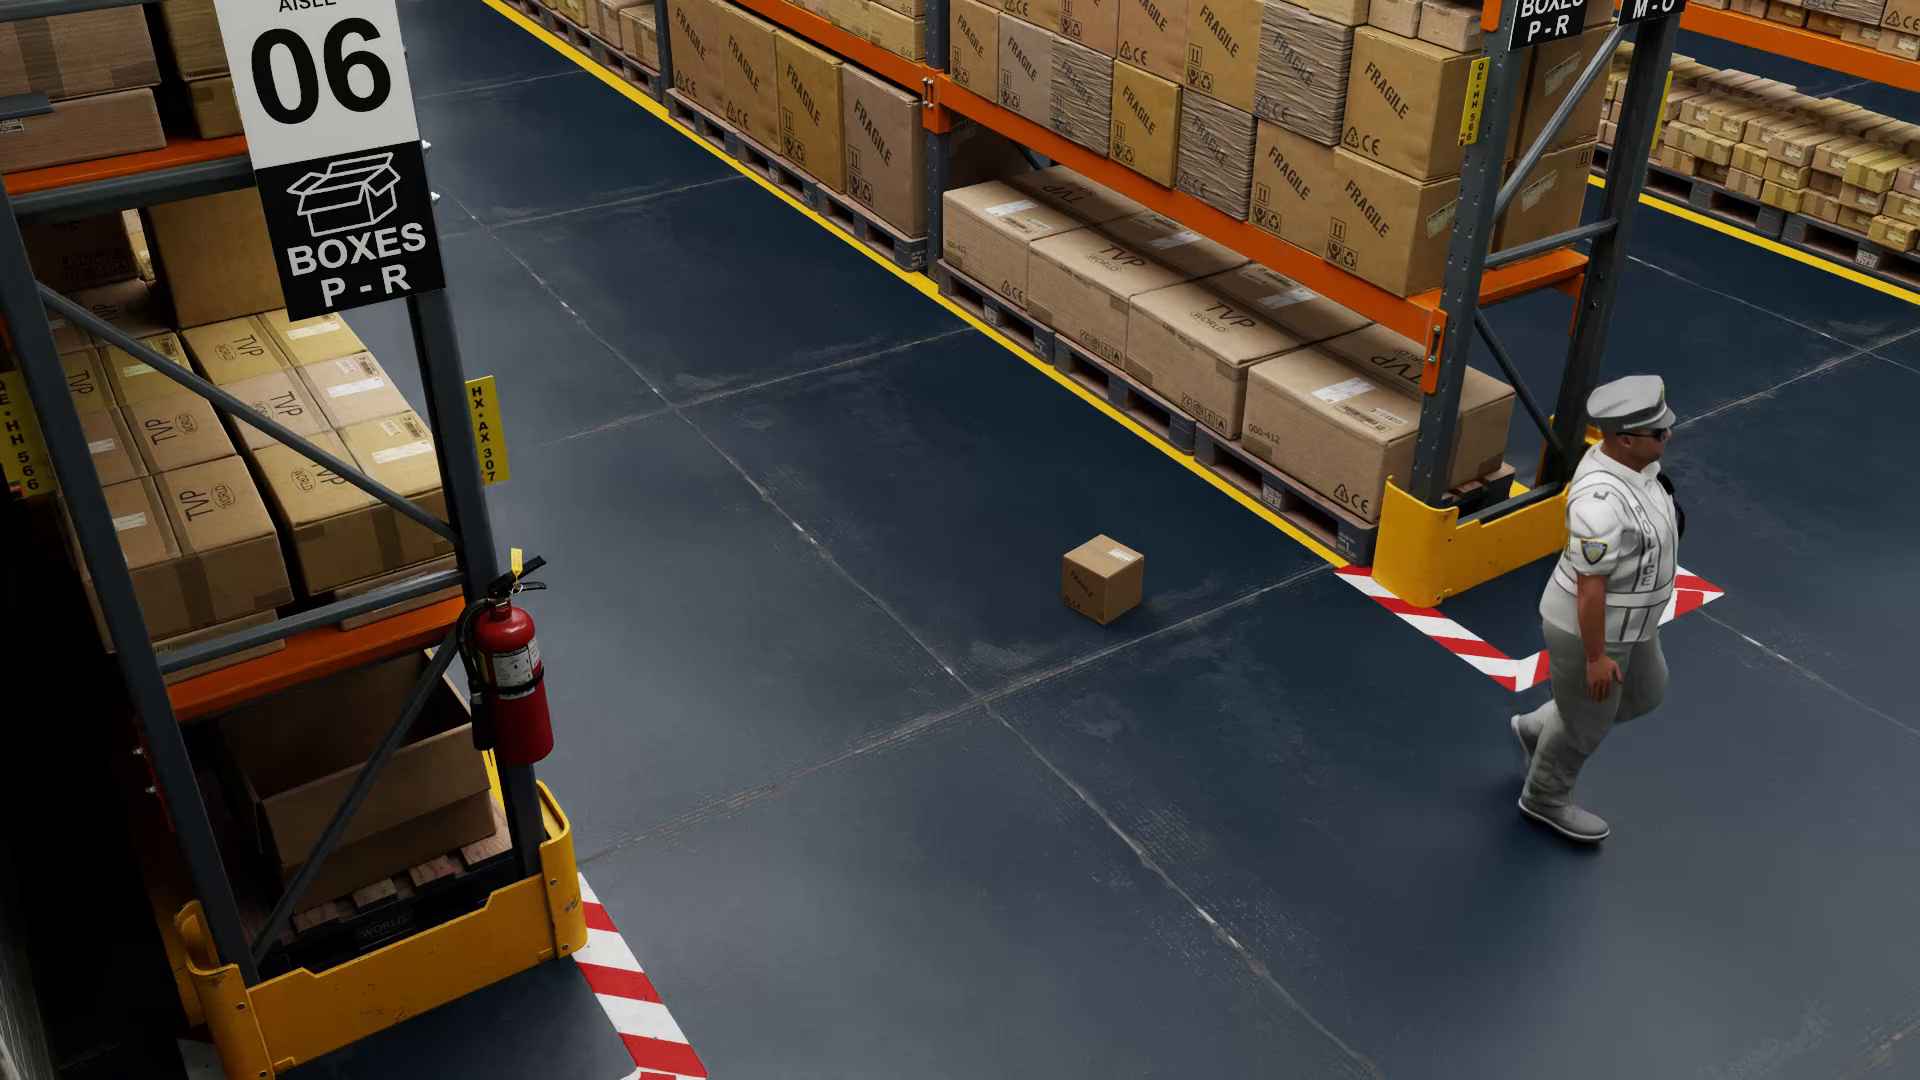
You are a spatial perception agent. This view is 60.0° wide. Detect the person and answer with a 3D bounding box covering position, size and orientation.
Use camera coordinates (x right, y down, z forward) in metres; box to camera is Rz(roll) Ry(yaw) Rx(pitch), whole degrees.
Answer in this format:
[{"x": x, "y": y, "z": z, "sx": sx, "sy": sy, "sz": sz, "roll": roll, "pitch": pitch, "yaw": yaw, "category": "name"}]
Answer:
[{"x": 2.305, "y": 0.325, "z": 5.626, "sx": 0.499, "sy": 1.841, "sz": 0.538, "roll": 20, "pitch": 37, "yaw": 28, "category": "person"}]
